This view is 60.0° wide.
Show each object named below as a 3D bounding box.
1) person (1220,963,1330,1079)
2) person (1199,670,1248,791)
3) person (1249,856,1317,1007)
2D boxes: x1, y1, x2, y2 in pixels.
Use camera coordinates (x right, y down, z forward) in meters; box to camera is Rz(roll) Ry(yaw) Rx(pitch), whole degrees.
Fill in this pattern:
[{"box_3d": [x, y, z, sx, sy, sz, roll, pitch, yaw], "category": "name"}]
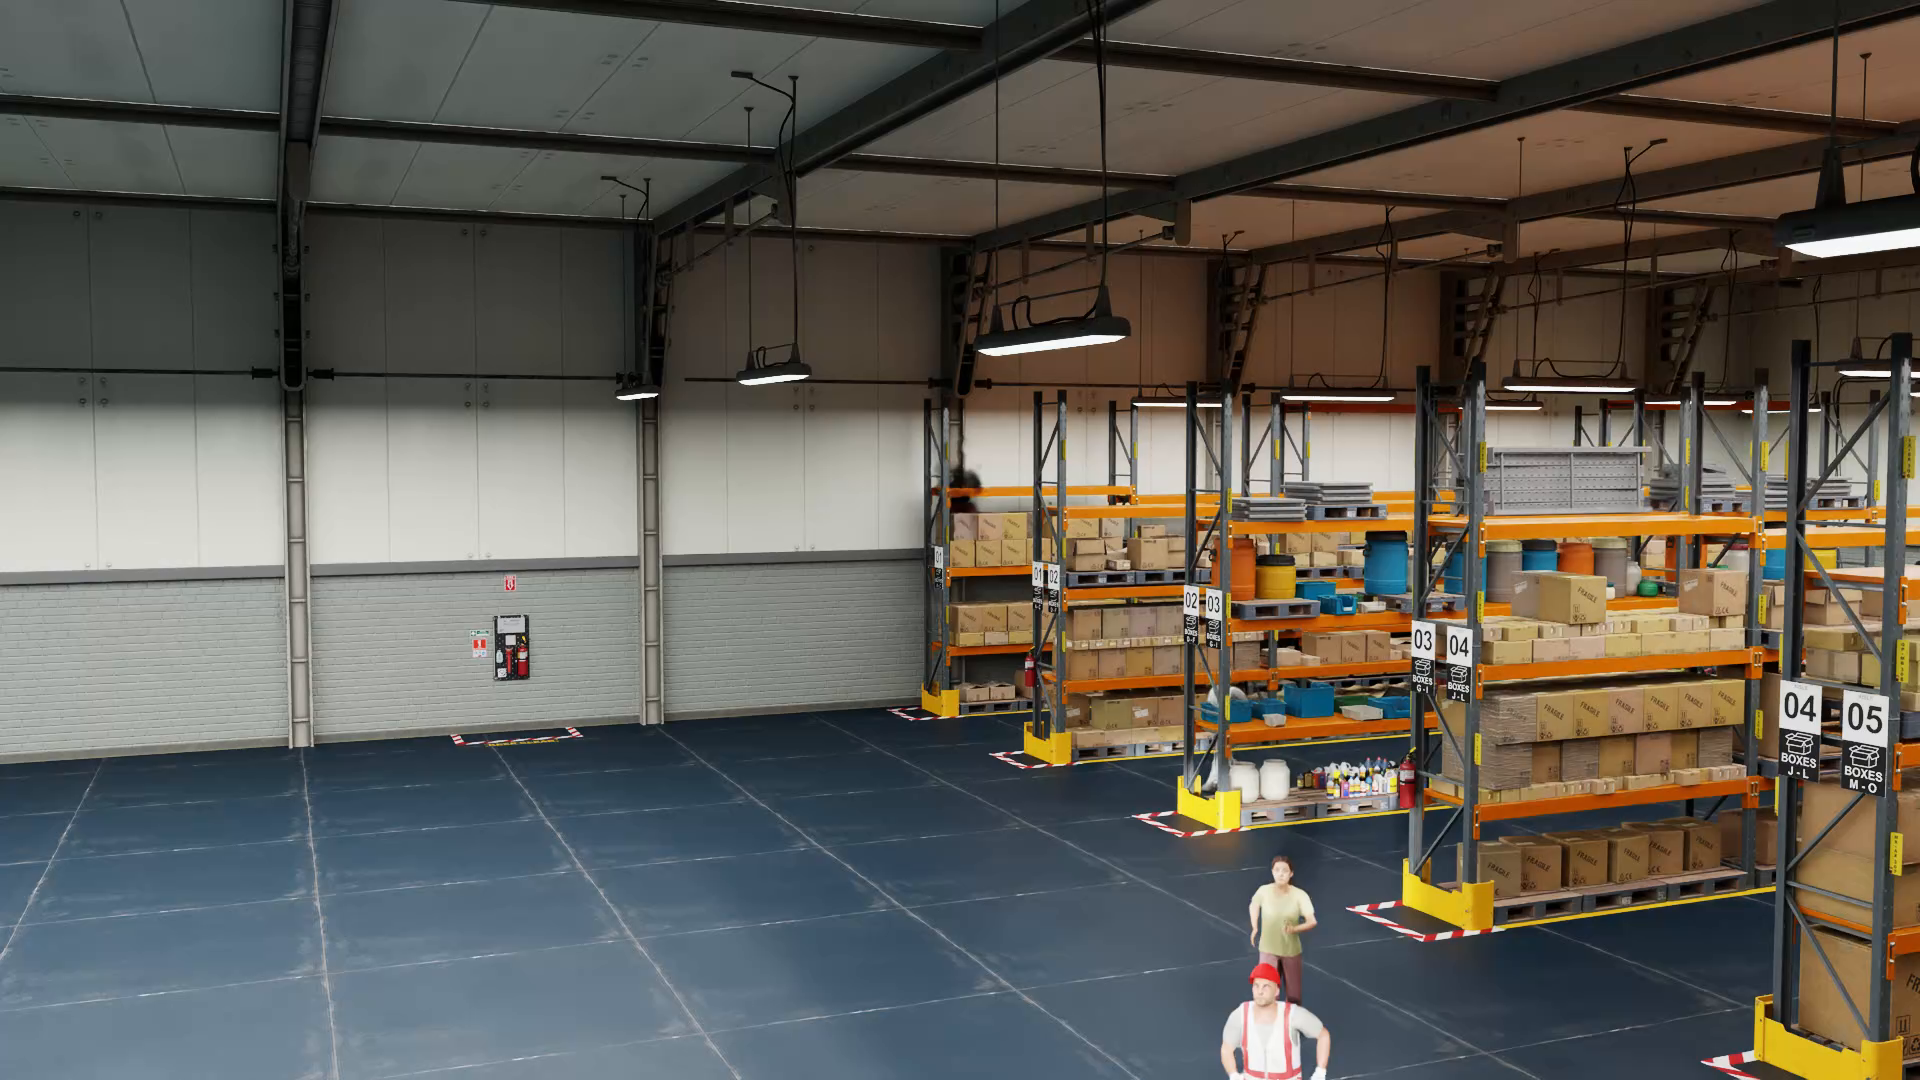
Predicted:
[{"box_3d": [2.045, 3.653, 10.932, 0.694, 1.739, 0.650, 1, 4, 23], "category": "person"}, {"box_3d": [3.881, 2.780, 24.707, 0.931, 1.776, 0.683, -2, 4, -36], "category": "person"}, {"box_3d": [2.726, 3.505, 14.115, 0.586, 1.624, 0.918, 1, 4, 17], "category": "person"}]
